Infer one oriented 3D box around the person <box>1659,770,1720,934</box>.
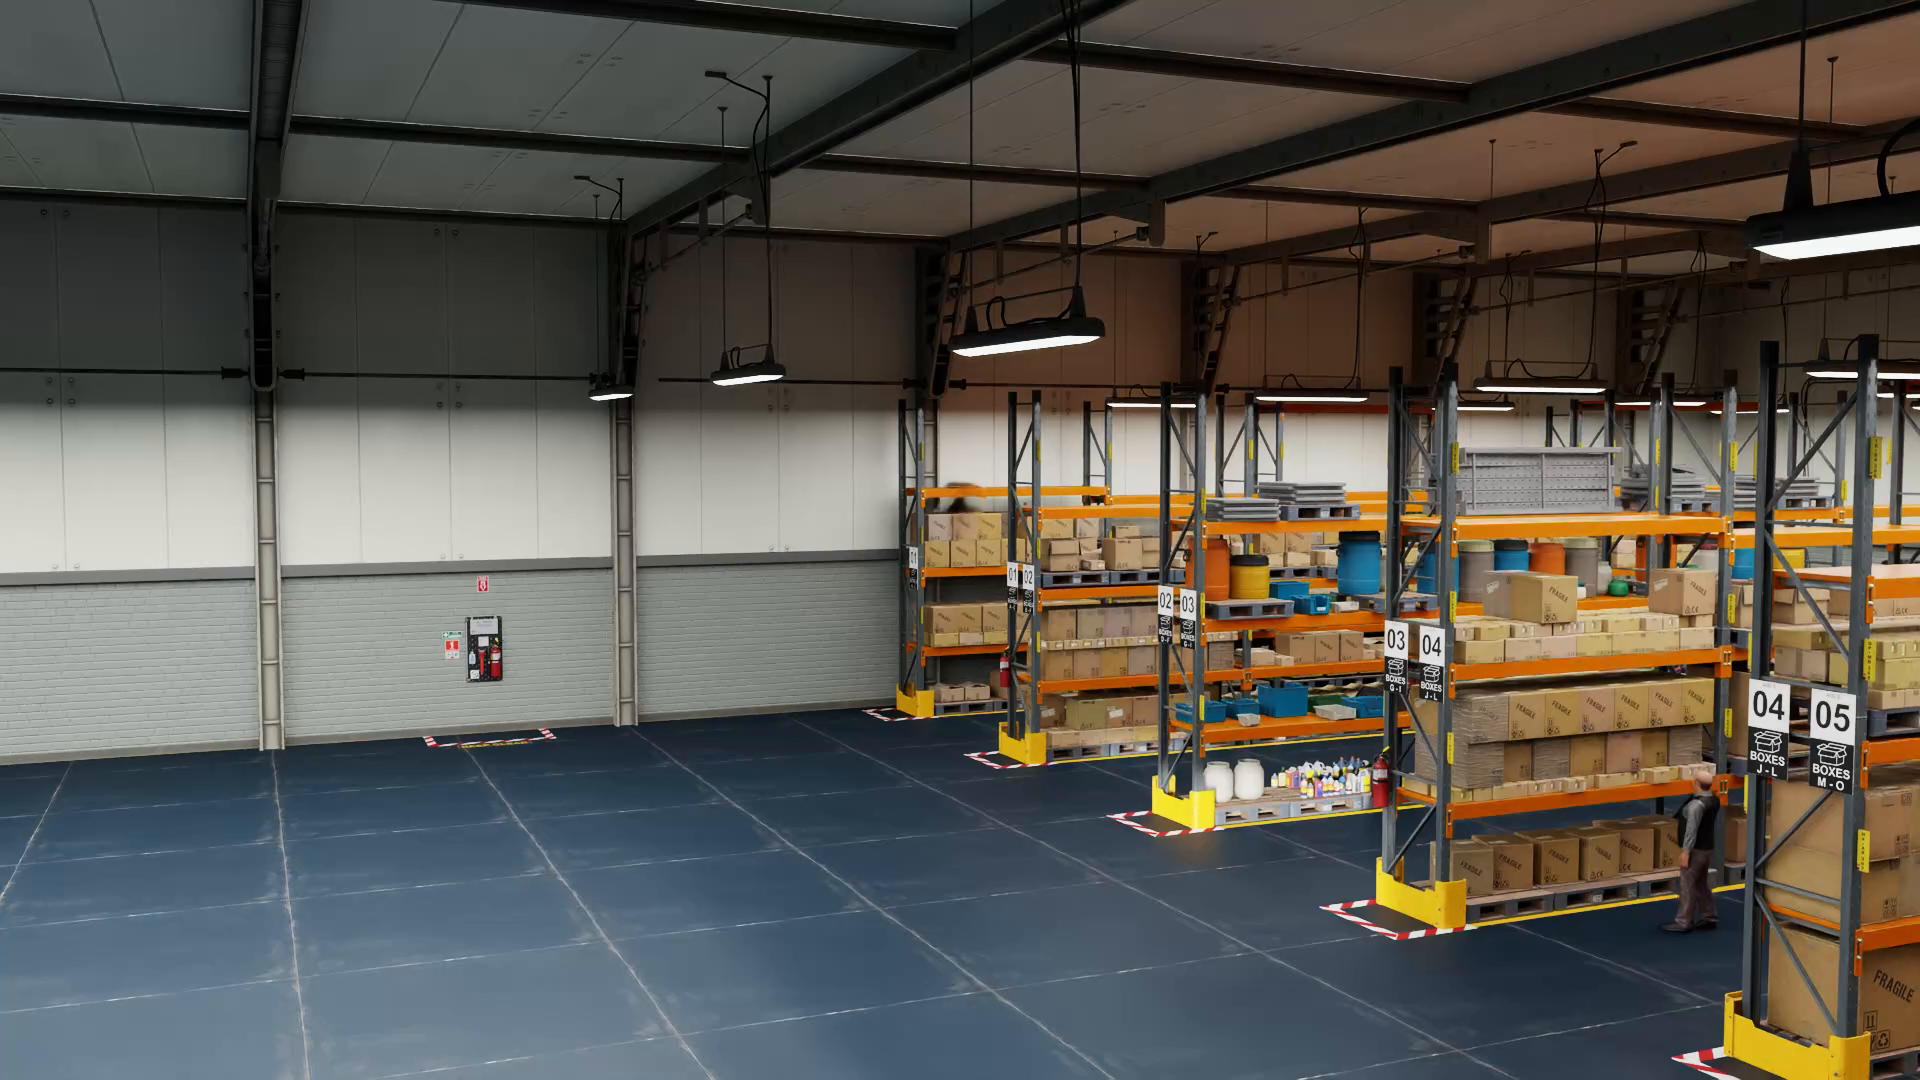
[{"bbox_3d":[7.729,3.284,17.581,0.574,1.725,0.529,2,4,26],"label":"person"}]
